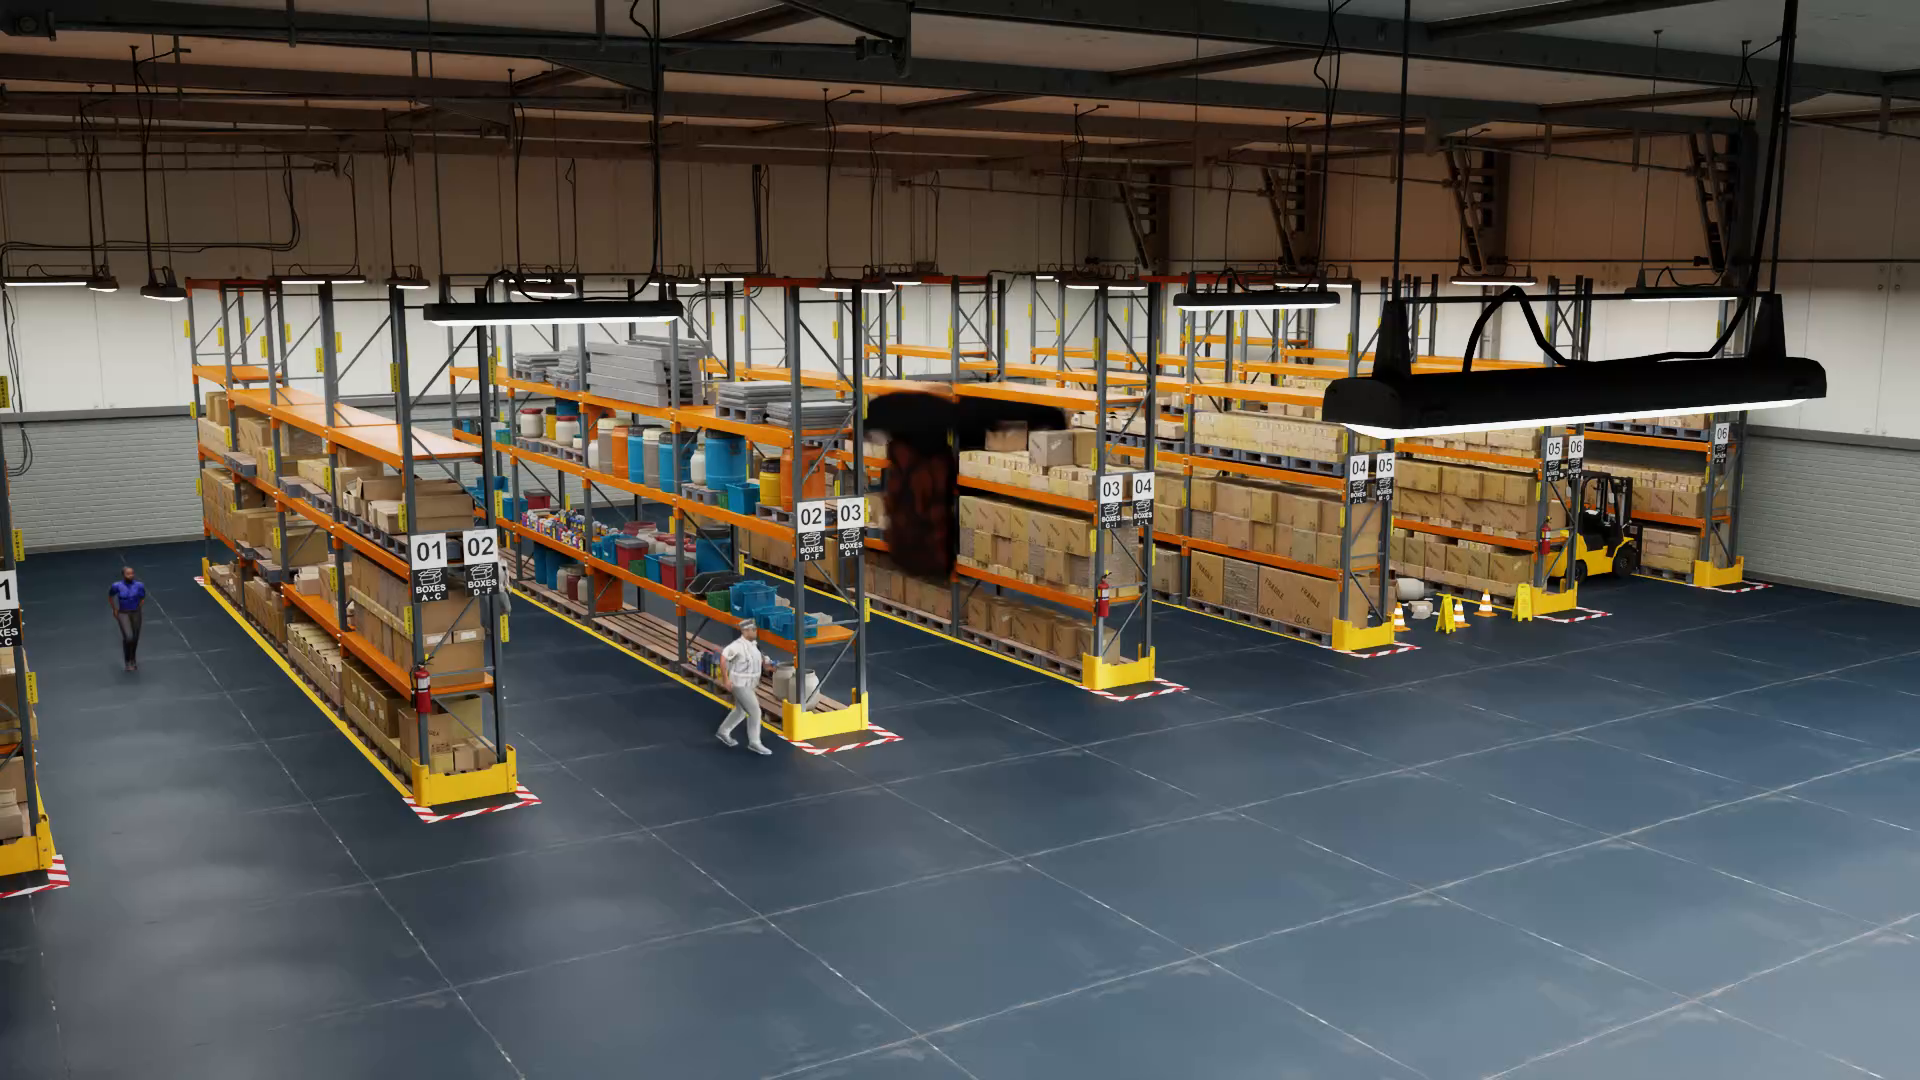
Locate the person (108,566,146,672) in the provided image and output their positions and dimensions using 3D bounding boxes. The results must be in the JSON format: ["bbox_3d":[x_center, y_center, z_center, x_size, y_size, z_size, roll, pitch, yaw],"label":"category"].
[{"bbox_3d":[-12.940,1.220,25.922,0.493,1.670,0.781,-9,13,-41],"label":"person"}]

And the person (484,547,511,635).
[{"bbox_3d":[-7.857,0.861,28.186,0.738,1.573,0.607,9,13,44],"label":"person"}]

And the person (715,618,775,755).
[{"bbox_3d":[-2.823,1.872,21.553,0.849,1.781,0.673,2,10,14],"label":"person"}]

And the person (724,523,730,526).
[{"bbox_3d":[-4.155,0.441,29.392,0.708,1.556,0.548,7,12,36],"label":"person"}]
